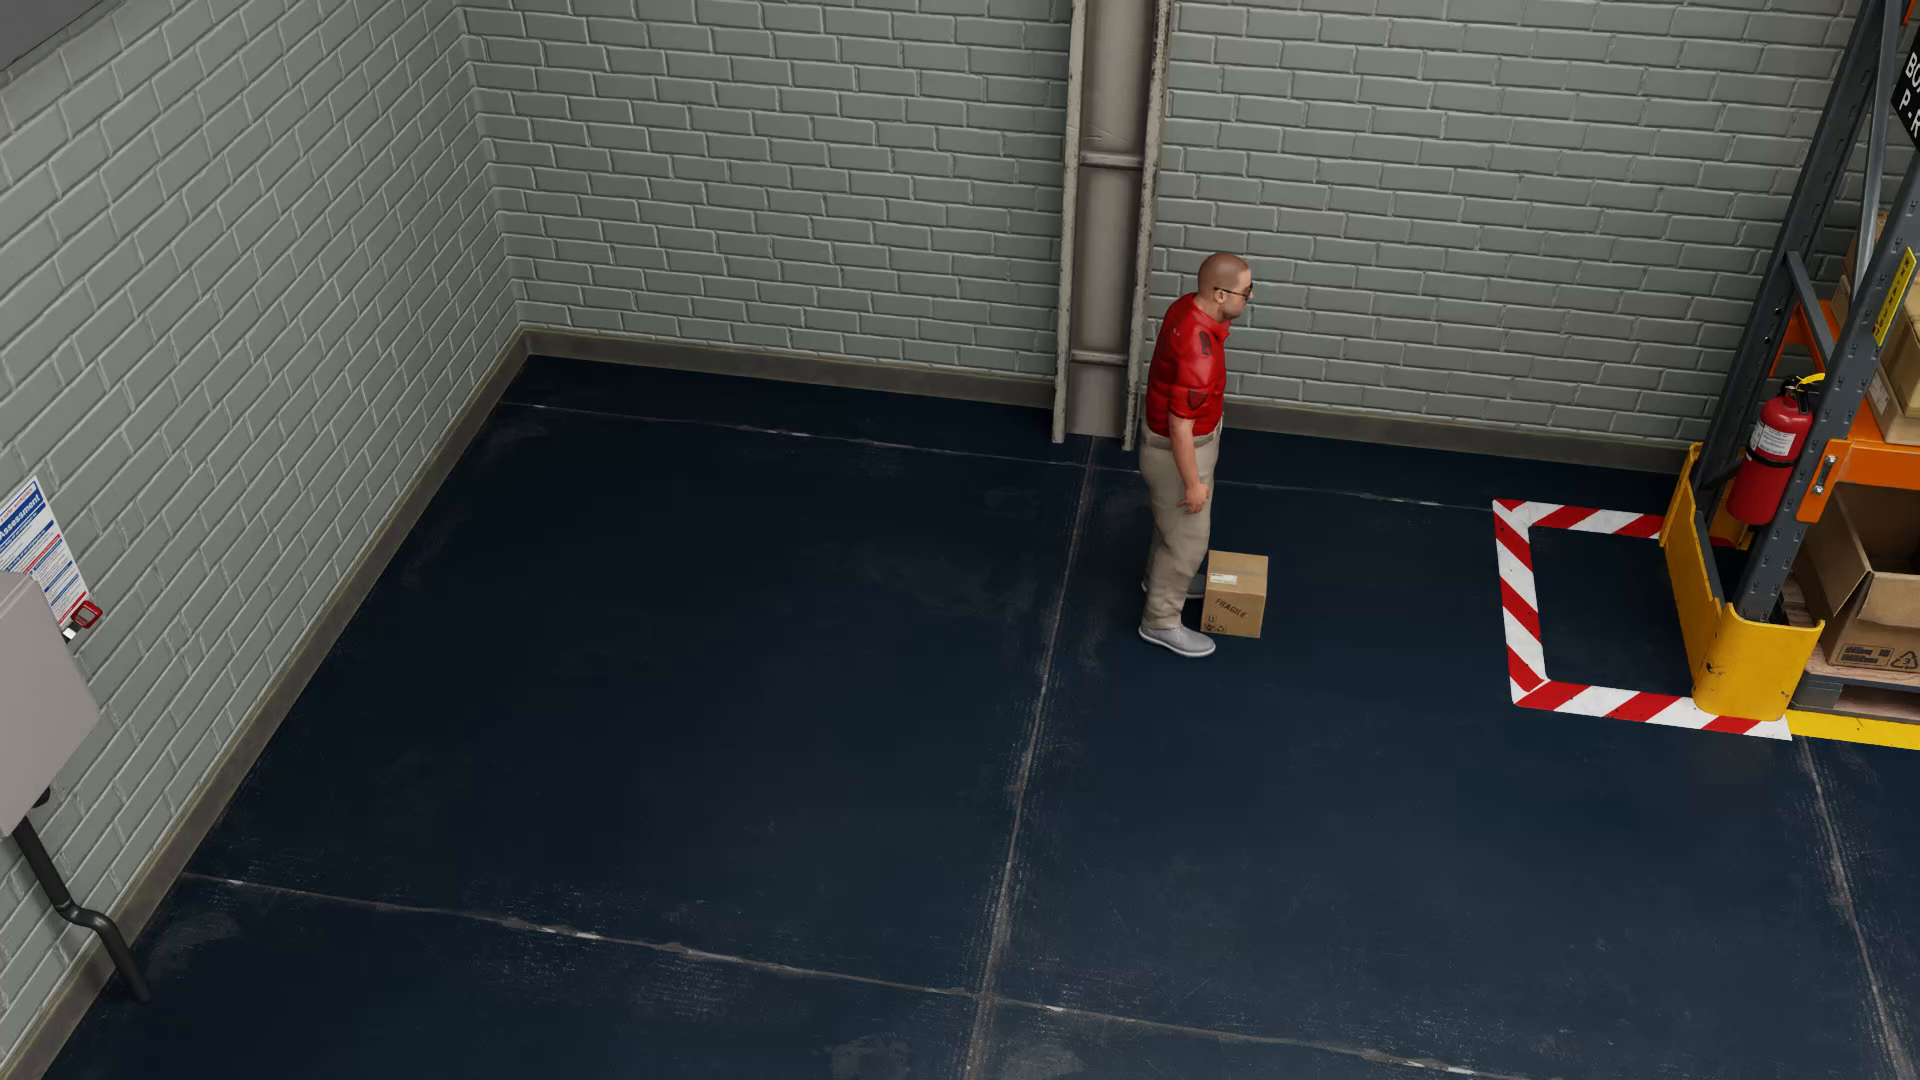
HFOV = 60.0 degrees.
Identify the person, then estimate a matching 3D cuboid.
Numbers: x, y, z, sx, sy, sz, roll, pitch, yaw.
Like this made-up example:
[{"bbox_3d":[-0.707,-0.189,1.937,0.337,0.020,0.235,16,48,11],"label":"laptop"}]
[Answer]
[{"bbox_3d":[0.908,-0.362,6.595,0.393,1.726,0.599,4,40,5],"label":"person"}]
